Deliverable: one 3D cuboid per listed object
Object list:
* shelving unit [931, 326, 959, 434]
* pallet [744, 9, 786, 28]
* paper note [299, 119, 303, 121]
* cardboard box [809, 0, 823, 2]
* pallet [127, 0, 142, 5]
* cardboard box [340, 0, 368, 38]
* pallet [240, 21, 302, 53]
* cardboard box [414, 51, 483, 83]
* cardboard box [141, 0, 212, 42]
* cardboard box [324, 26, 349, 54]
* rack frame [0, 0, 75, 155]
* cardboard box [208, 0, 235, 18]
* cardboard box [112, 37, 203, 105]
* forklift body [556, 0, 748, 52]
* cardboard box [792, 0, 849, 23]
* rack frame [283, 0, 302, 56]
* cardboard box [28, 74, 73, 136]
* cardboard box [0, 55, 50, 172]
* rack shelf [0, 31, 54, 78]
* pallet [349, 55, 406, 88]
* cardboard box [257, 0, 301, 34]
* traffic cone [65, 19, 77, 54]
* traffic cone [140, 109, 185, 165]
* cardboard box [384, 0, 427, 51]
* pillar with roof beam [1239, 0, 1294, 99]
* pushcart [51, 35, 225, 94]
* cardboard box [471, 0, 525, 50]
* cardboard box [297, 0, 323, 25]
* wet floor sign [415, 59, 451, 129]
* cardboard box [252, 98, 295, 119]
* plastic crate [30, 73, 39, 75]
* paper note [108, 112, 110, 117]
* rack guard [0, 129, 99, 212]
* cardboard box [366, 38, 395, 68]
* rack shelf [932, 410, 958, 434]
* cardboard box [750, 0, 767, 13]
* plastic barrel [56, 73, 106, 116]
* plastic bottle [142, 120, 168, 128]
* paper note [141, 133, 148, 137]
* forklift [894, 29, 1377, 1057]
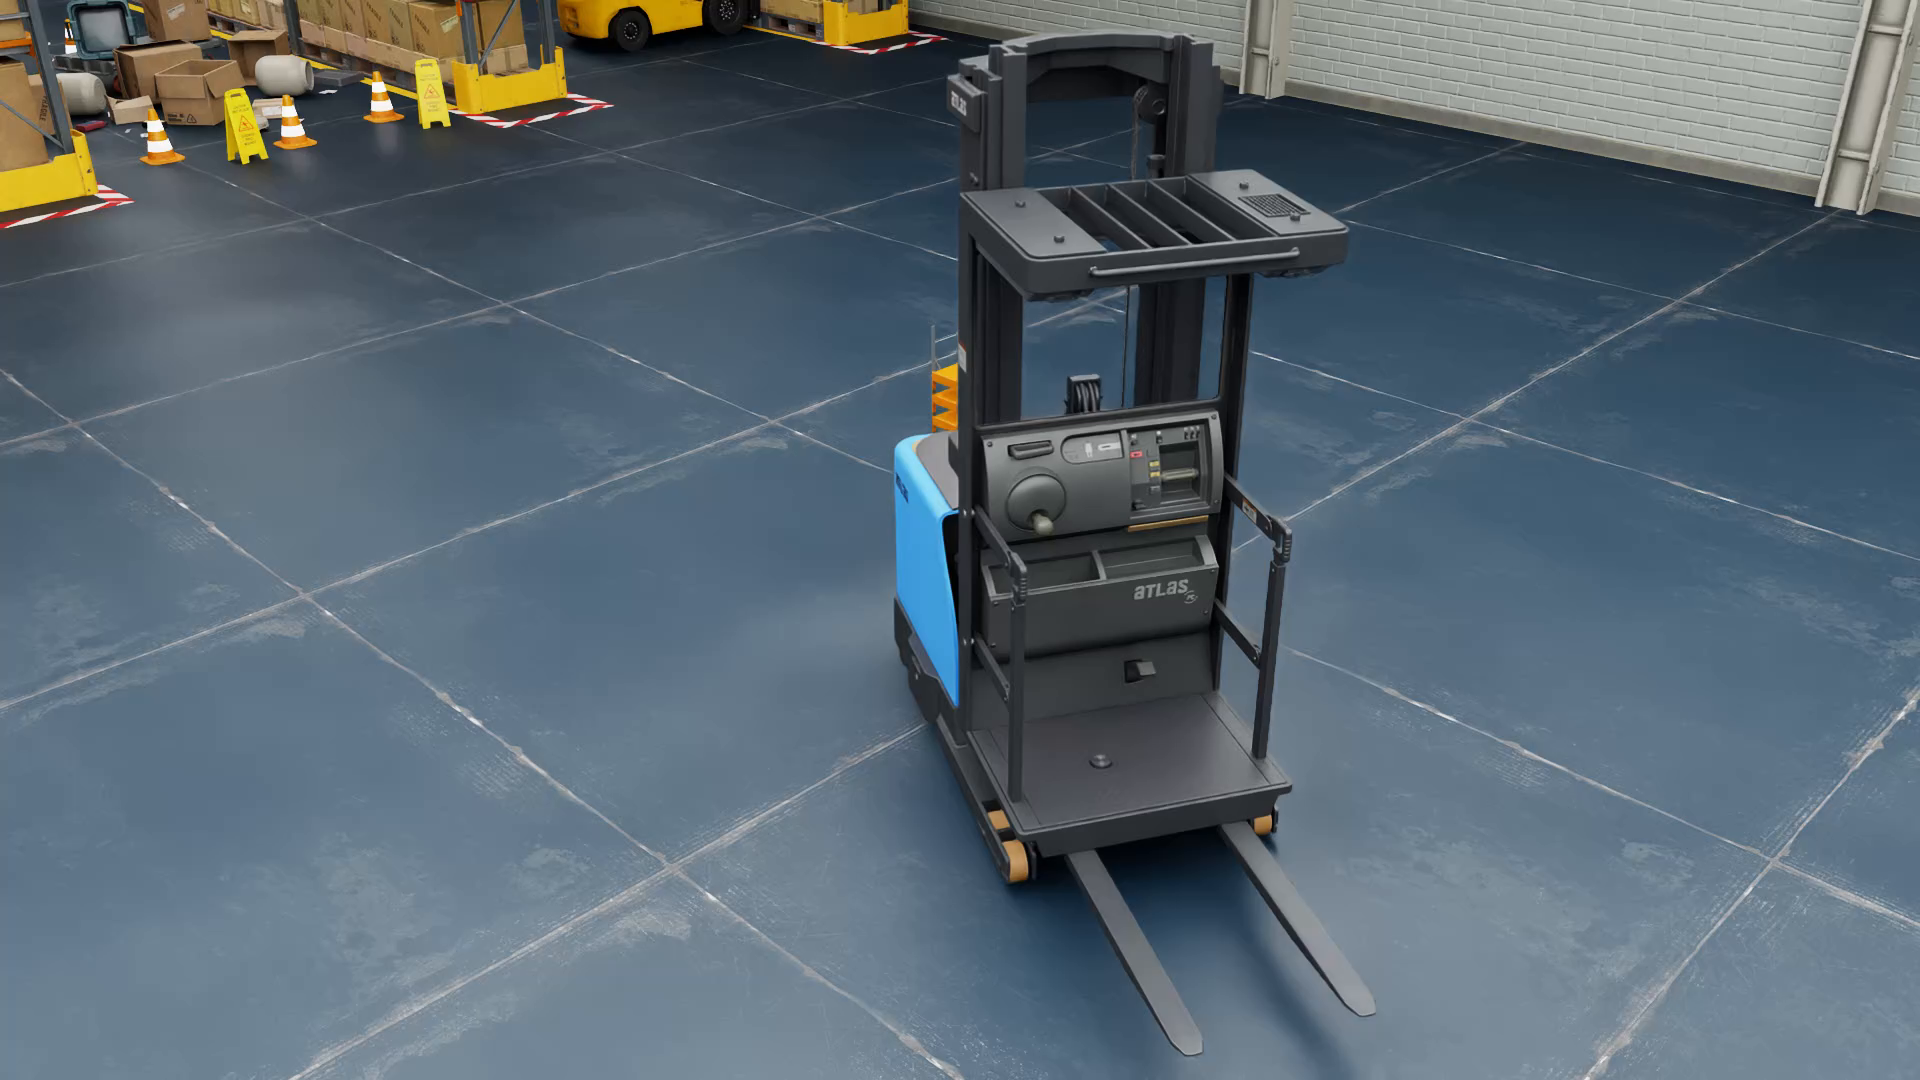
[{"bbox_3d":[0.010,-0.526,8.462,0.189,1.200,0.258,25,36,38],"label":"shelving unit"},{"bbox_3d":[-2.608,-6.951,21.743,1.213,0.211,1.003,25,36,38],"label":"pallet"},{"bbox_3d":[-6.714,-4.237,16.775,0.142,0.019,0.148,12,30,22],"label":"paper note"},{"bbox_3d":[-1.734,-6.797,20.420,0.500,0.250,0.500,24,36,38],"label":"cardboard box"},{"bbox_3d":[-10.859,-7.562,22.904,1.213,0.211,1.003,25,36,38],"label":"pallet"},{"bbox_3d":[-6.507,-5.887,18.420,0.500,0.500,0.500,-23,35,-37],"label":"cardboard box"},{"bbox_3d":[-8.053,-6.228,20.367,1.213,0.211,1.003,25,36,38],"label":"pallet"},{"bbox_3d":[-5.427,-5.054,17.643,0.500,0.250,0.500,24,36,38],"label":"cardboard box"},{"bbox_3d":[-8.723,-5.837,18.499,0.500,0.500,0.500,25,36,38],"label":"cardboard box"},{"bbox_3d":[-6.877,-5.725,18.918,0.500,0.250,0.500,-23,35,-36],"label":"cardboard box"},{"bbox_3d":[-8.043,-4.228,13.567,0.127,3.000,1.000,25,36,38],"label":"rack frame"},{"bbox_3d":[-8.885,-6.861,20.948,0.950,0.372,0.625,-24,36,-38],"label":"cardboard box"},{"bbox_3d":[-8.345,-4.894,17.370,0.503,0.637,0.797,25,36,38],"label":"cardboard box"},{"bbox_3d":[-3.798,-7.189,20.112,1.214,2.155,2.313,25,36,38],"label":"forklift body"},{"bbox_3d":[-1.724,-6.569,20.523,0.500,0.250,0.500,25,37,39],"label":"cardboard box"},{"bbox_3d":[-7.497,-7.208,19.236,0.127,3.000,1.000,25,36,38],"label":"rack frame"},{"bbox_3d":[-9.069,-4.262,16.315,0.500,0.500,0.500,-18,33,-31],"label":"cardboard box"},{"bbox_3d":[-8.573,-3.672,14.343,0.875,0.875,0.875,25,37,39],"label":"cardboard box"},{"bbox_3d":[-9.469,-4.562,14.976,4.000,0.370,1.077,25,36,38],"label":"rack shelf"},{"bbox_3d":[-6.119,-5.369,18.733,1.213,0.211,1.003,25,36,38],"label":"pallet"},{"bbox_3d":[-7.873,-6.402,20.074,0.950,0.372,0.625,-25,37,-39],"label":"cardboard box"},{"bbox_3d":[-10.271,-5.788,19.261,0.334,0.463,0.336,25,36,38],"label":"traffic cone"},{"bbox_3d":[-7.426,-3.749,15.383,0.334,0.463,0.336,25,36,38],"label":"traffic cone"},{"bbox_3d":[-5.773,-5.548,17.776,0.500,0.500,0.500,-24,36,-37],"label":"cardboard box"},{"bbox_3d":[0.228,-7.347,13.053,0.400,9.000,9.100,25,36,38],"label":"pillar with roof beam"},{"bbox_3d":[-9.060,-5.275,18.376,0.936,0.377,1.648,12,30,22],"label":"pushcart"},{"bbox_3d":[-5.043,-5.567,17.811,0.500,0.500,0.500,23,36,37],"label":"cardboard box"},{"bbox_3d":[-7.265,-6.227,19.067,0.500,0.500,0.500,-23,36,-37],"label":"cardboard box"},{"bbox_3d":[-5.259,-4.444,16.509,0.267,0.644,0.232,-13,30,-22],"label":"wet floor sign"},{"bbox_3d":[-6.995,-4.399,16.955,0.380,0.149,0.250,-7,29,-14],"label":"cardboard box"},{"bbox_3d":[-9.853,-4.692,17.409,0.450,0.188,0.662,-16,30,-9],"label":"plastic crate"},{"bbox_3d":[-8.644,-4.379,17.054,0.172,0.023,0.155,-13,30,-22],"label":"paper note"},{"bbox_3d":[-8.026,-3.113,14.134,0.348,0.500,1.175,25,36,38],"label":"rack guard"},{"bbox_3d":[-6.151,-5.387,18.276,0.500,0.250,0.500,23,35,37],"label":"cardboard box"},{"bbox_3d":[0.010,-0.593,8.427,0.180,0.103,0.258,25,36,38],"label":"rack shelf"},{"bbox_3d":[-2.422,-6.901,21.154,0.500,0.250,0.500,-25,37,-39],"label":"cardboard box"},{"bbox_3d":[-9.011,-4.531,16.913,0.512,0.421,0.421,-3,28,-5],"label":"plastic barrel"},{"bbox_3d":[-8.046,-4.143,16.564,0.283,0.061,0.133,12,30,22],"label":"plastic bottle"},{"bbox_3d":[-7.941,-3.974,16.277,0.144,0.017,0.142,-13,30,-22],"label":"paper note"},{"bbox_3d":[0.601,-0.205,5.991,1.130,2.935,3.031,-8,29,-14],"label":"forklift"}]
